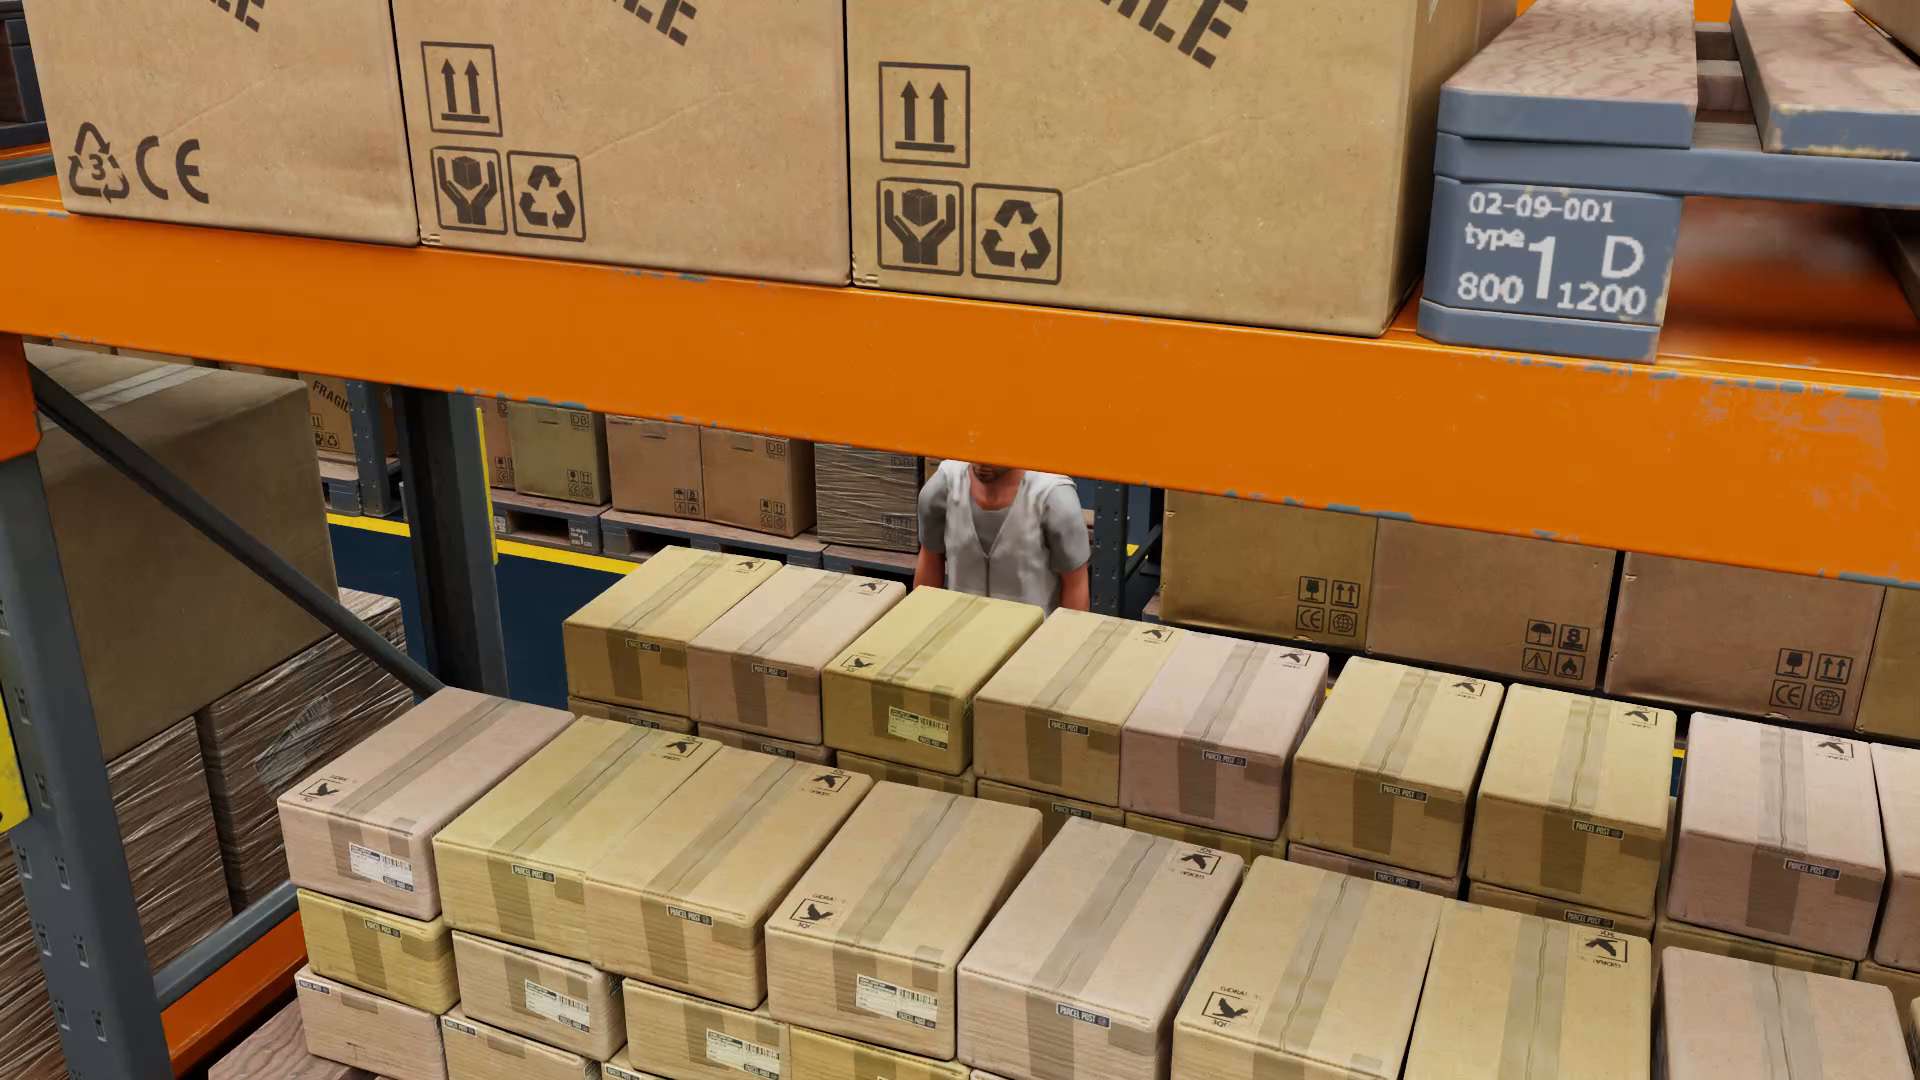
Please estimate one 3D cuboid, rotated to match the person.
[{"bbox_3d":[0.107,0.345,5.221,0.609,1.779,0.448,9,24,21],"label":"person"}]
